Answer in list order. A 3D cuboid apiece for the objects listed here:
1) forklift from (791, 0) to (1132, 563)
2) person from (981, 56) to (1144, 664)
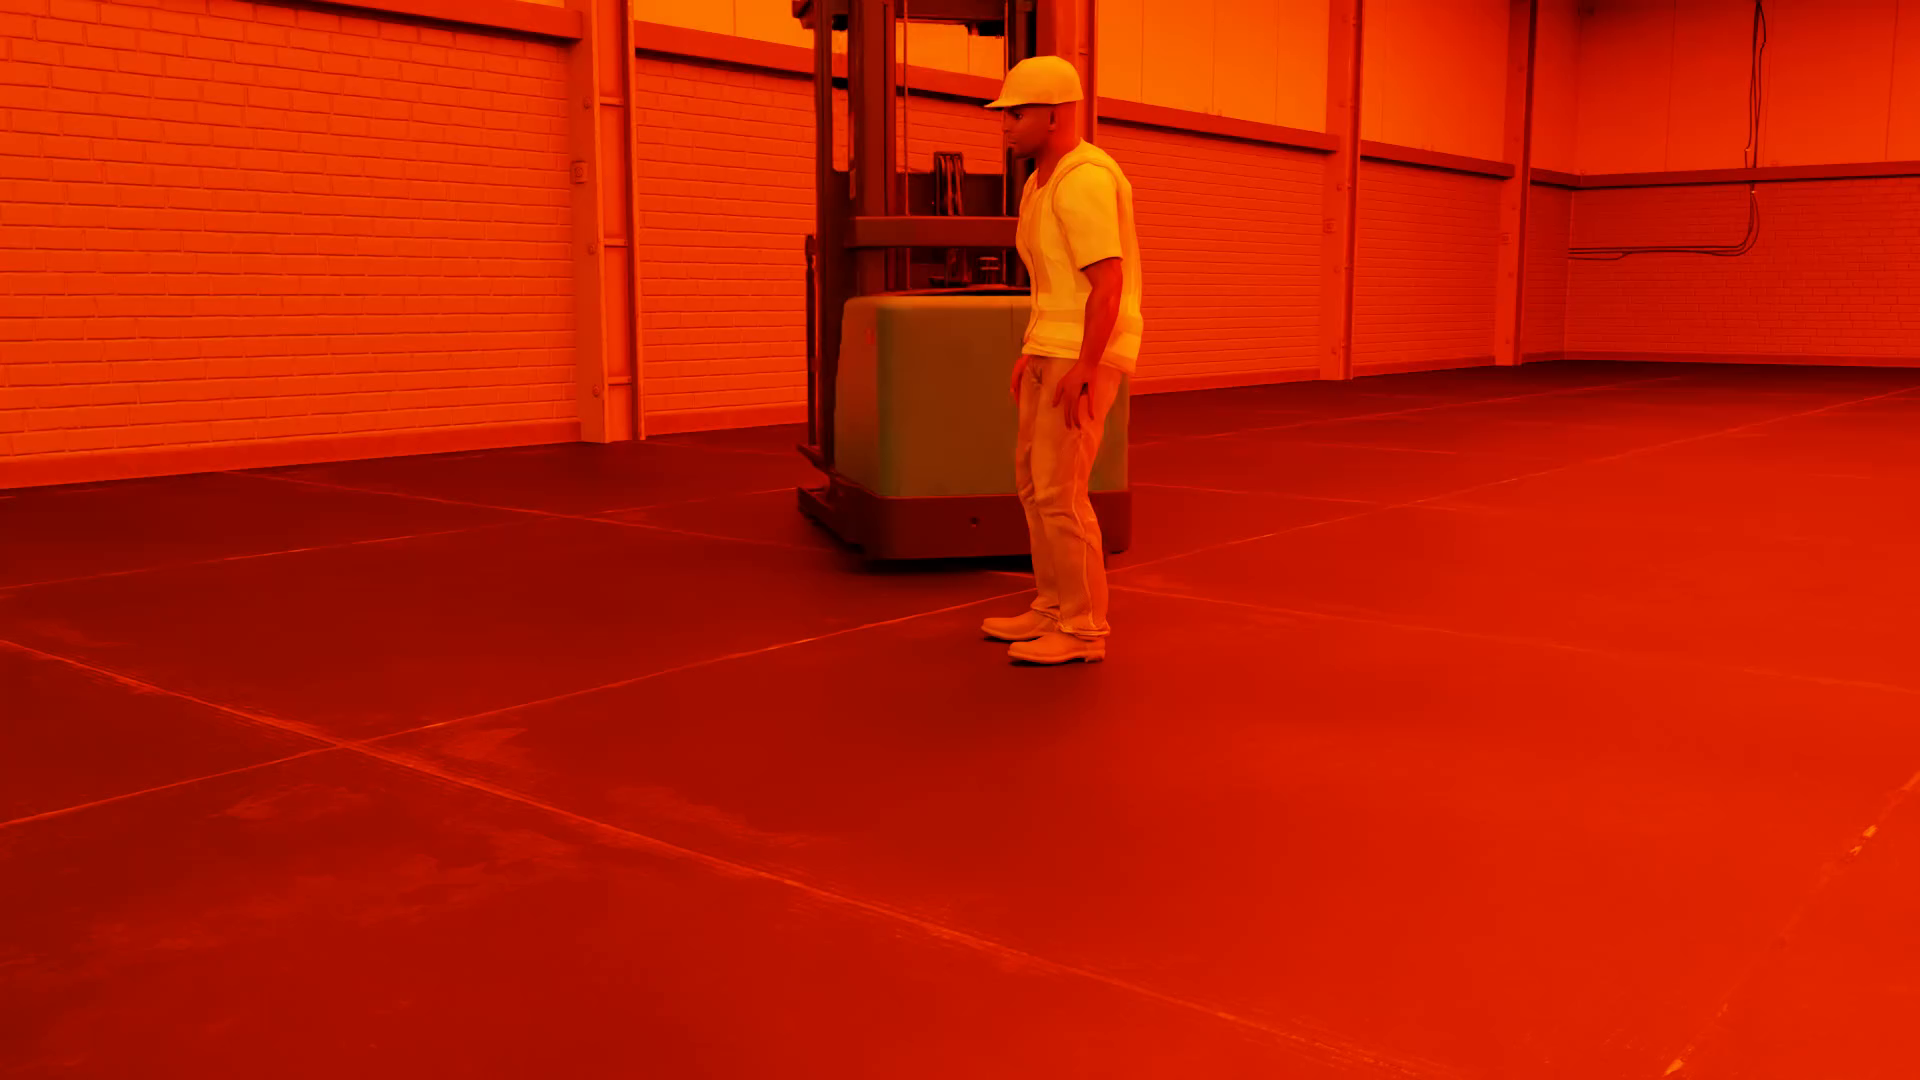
[{"bbox_3d":[-0.170,-1.531,7.747,1.130,2.935,3.031,-2,9,-14],"label":"forklift"},{"bbox_3d":[0.292,-0.526,4.935,0.461,1.759,0.631,-2,9,-12],"label":"person"}]
